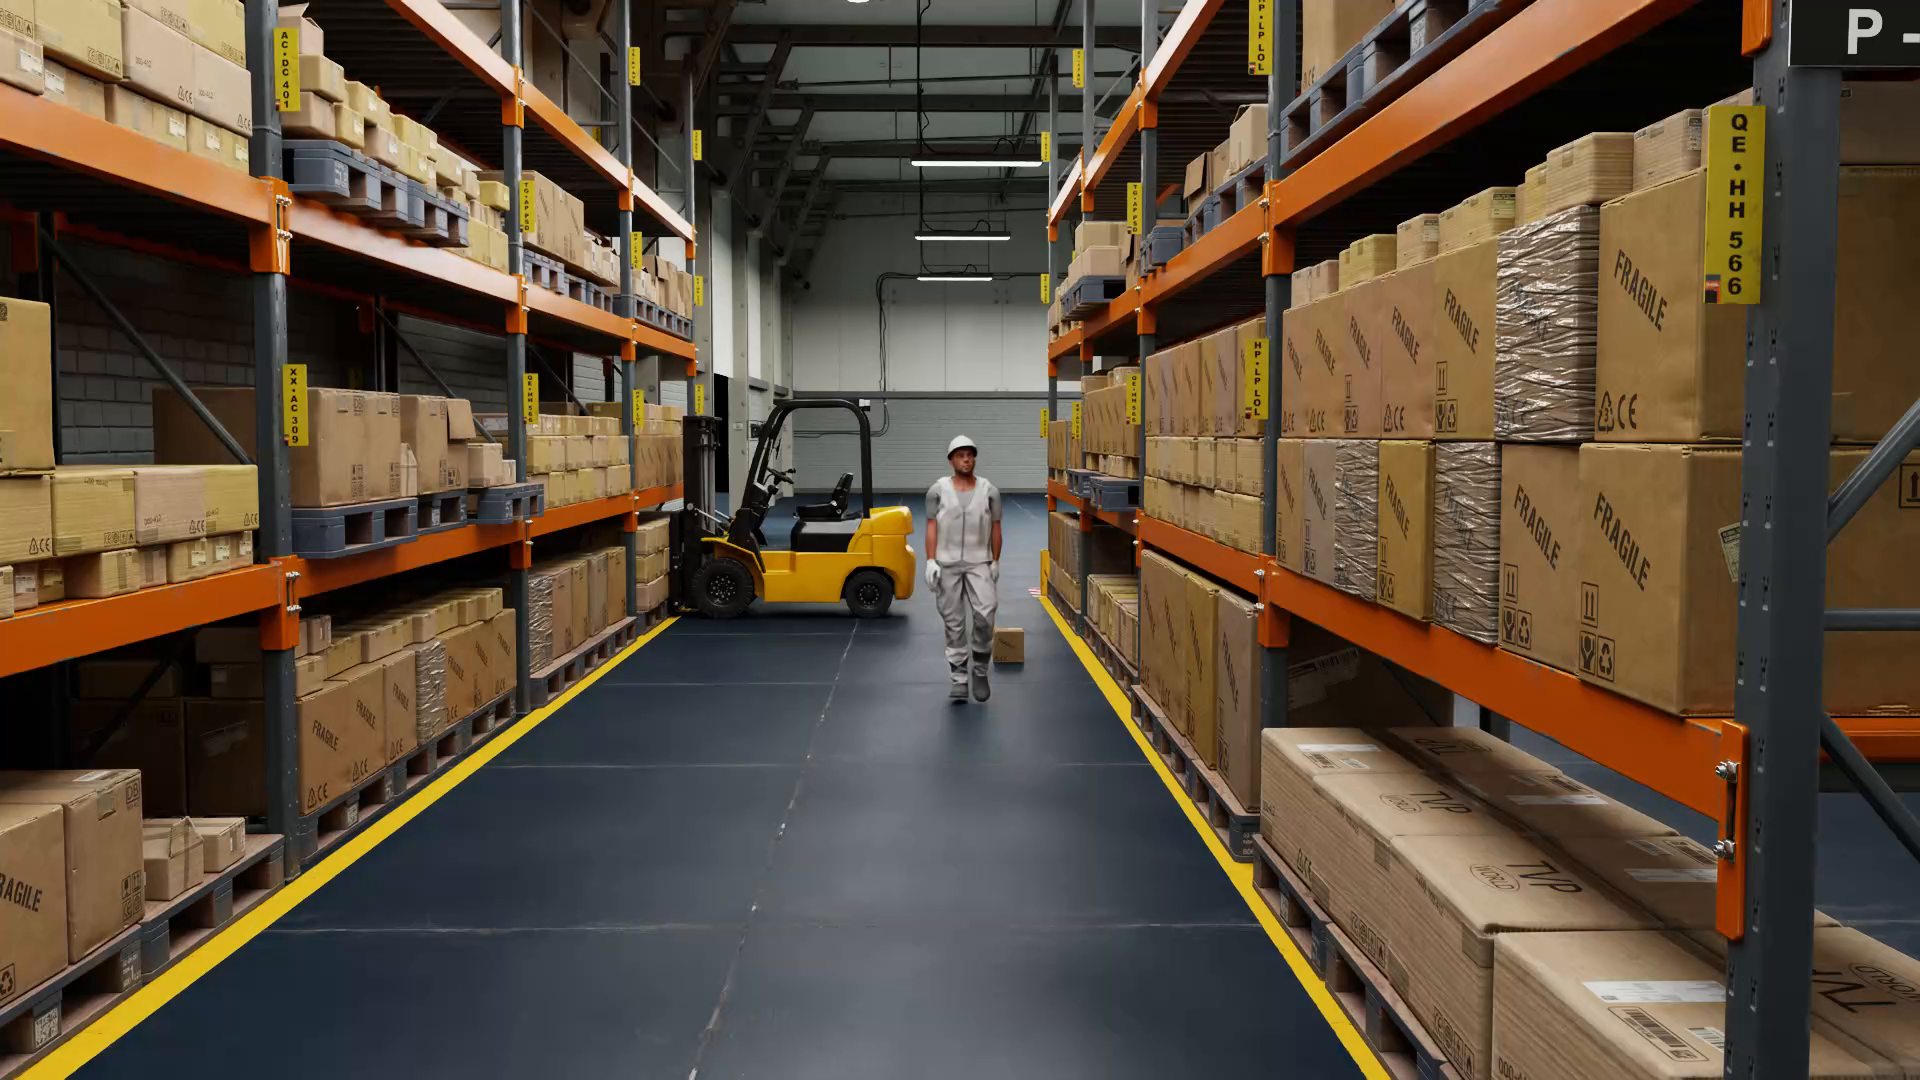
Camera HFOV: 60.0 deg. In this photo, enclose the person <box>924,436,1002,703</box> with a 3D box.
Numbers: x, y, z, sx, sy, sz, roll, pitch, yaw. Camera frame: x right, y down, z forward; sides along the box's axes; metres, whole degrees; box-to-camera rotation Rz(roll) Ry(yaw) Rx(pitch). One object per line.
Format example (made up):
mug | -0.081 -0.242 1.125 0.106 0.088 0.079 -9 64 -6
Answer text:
person | 0.024 0.198 11.195 0.523 1.800 0.470 0 4 1
